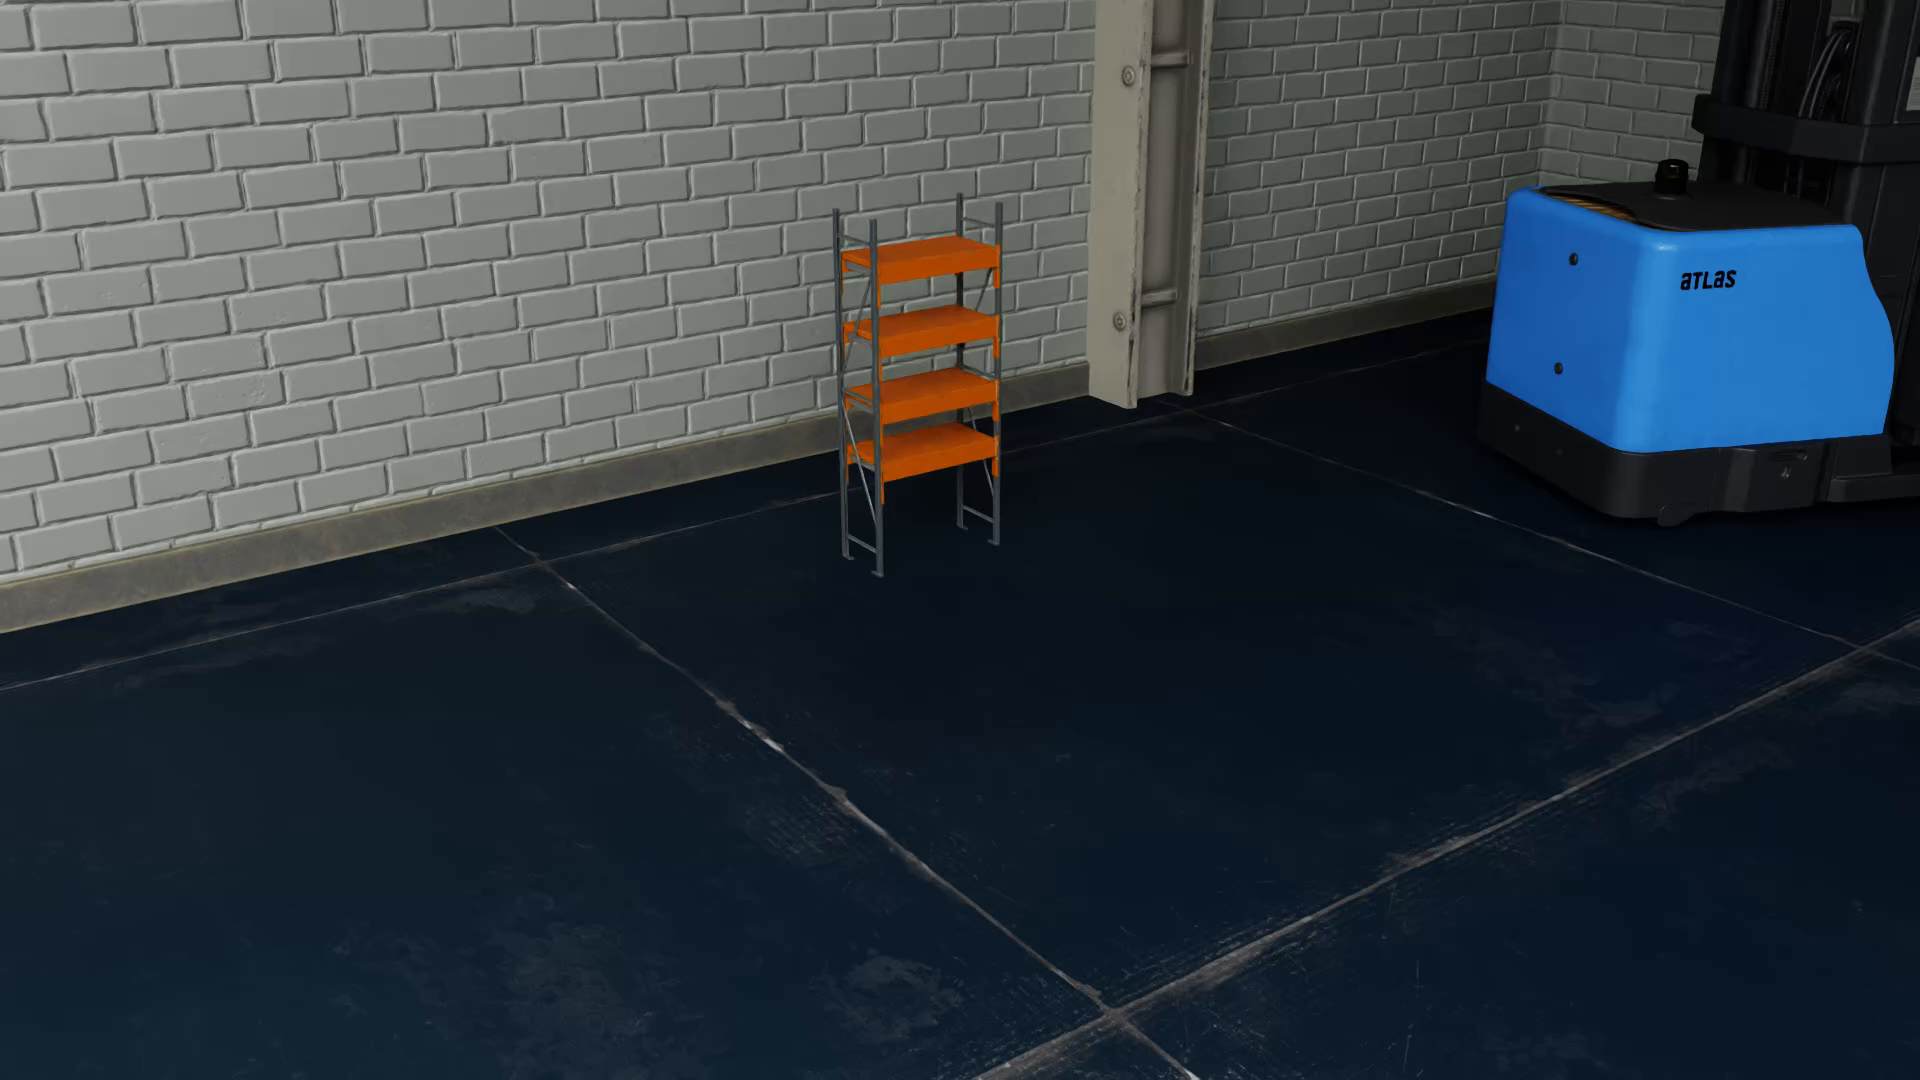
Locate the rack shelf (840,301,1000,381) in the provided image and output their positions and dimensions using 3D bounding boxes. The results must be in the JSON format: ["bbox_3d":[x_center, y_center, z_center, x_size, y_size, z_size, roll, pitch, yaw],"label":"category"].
[{"bbox_3d":[-0.134,-0.667,5.526,0.480,0.148,0.258,-15,26,-33],"label":"rack shelf"}]

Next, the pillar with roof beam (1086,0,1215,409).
[{"bbox_3d":[3.329,-3.551,2.653,0.400,9.000,9.100,-15,26,-33],"label":"pillar with roof beam"}]

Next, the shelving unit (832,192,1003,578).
[{"bbox_3d":[-0.134,-0.521,5.584,0.503,1.200,0.258,-15,26,-33],"label":"shelving unit"}]

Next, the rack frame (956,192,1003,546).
[{"bbox_3d":[0.064,-0.574,5.717,0.015,1.200,0.240,-15,26,-33],"label":"rack frame"}]

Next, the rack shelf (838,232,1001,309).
[{"bbox_3d":[-0.134,-0.886,5.439,0.480,0.148,0.258,-15,26,-33],"label":"rack shelf"}]

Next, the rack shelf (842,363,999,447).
[{"bbox_3d":[-0.134,-0.459,5.609,0.480,0.148,0.258,-15,26,-33],"label":"rack shelf"}]

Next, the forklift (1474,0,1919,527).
[{"bbox_3d":[3.663,-1.679,6.148,3.031,2.935,1.130,-5,22,-12],"label":"forklift"}]

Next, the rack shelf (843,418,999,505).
[{"bbox_3d":[-0.134,-0.275,5.683,0.480,0.148,0.258,-15,26,-33],"label":"rack shelf"}]

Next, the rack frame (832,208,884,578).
[{"bbox_3d":[-0.332,-0.469,5.452,0.015,1.200,0.240,-15,26,-33],"label":"rack frame"}]
